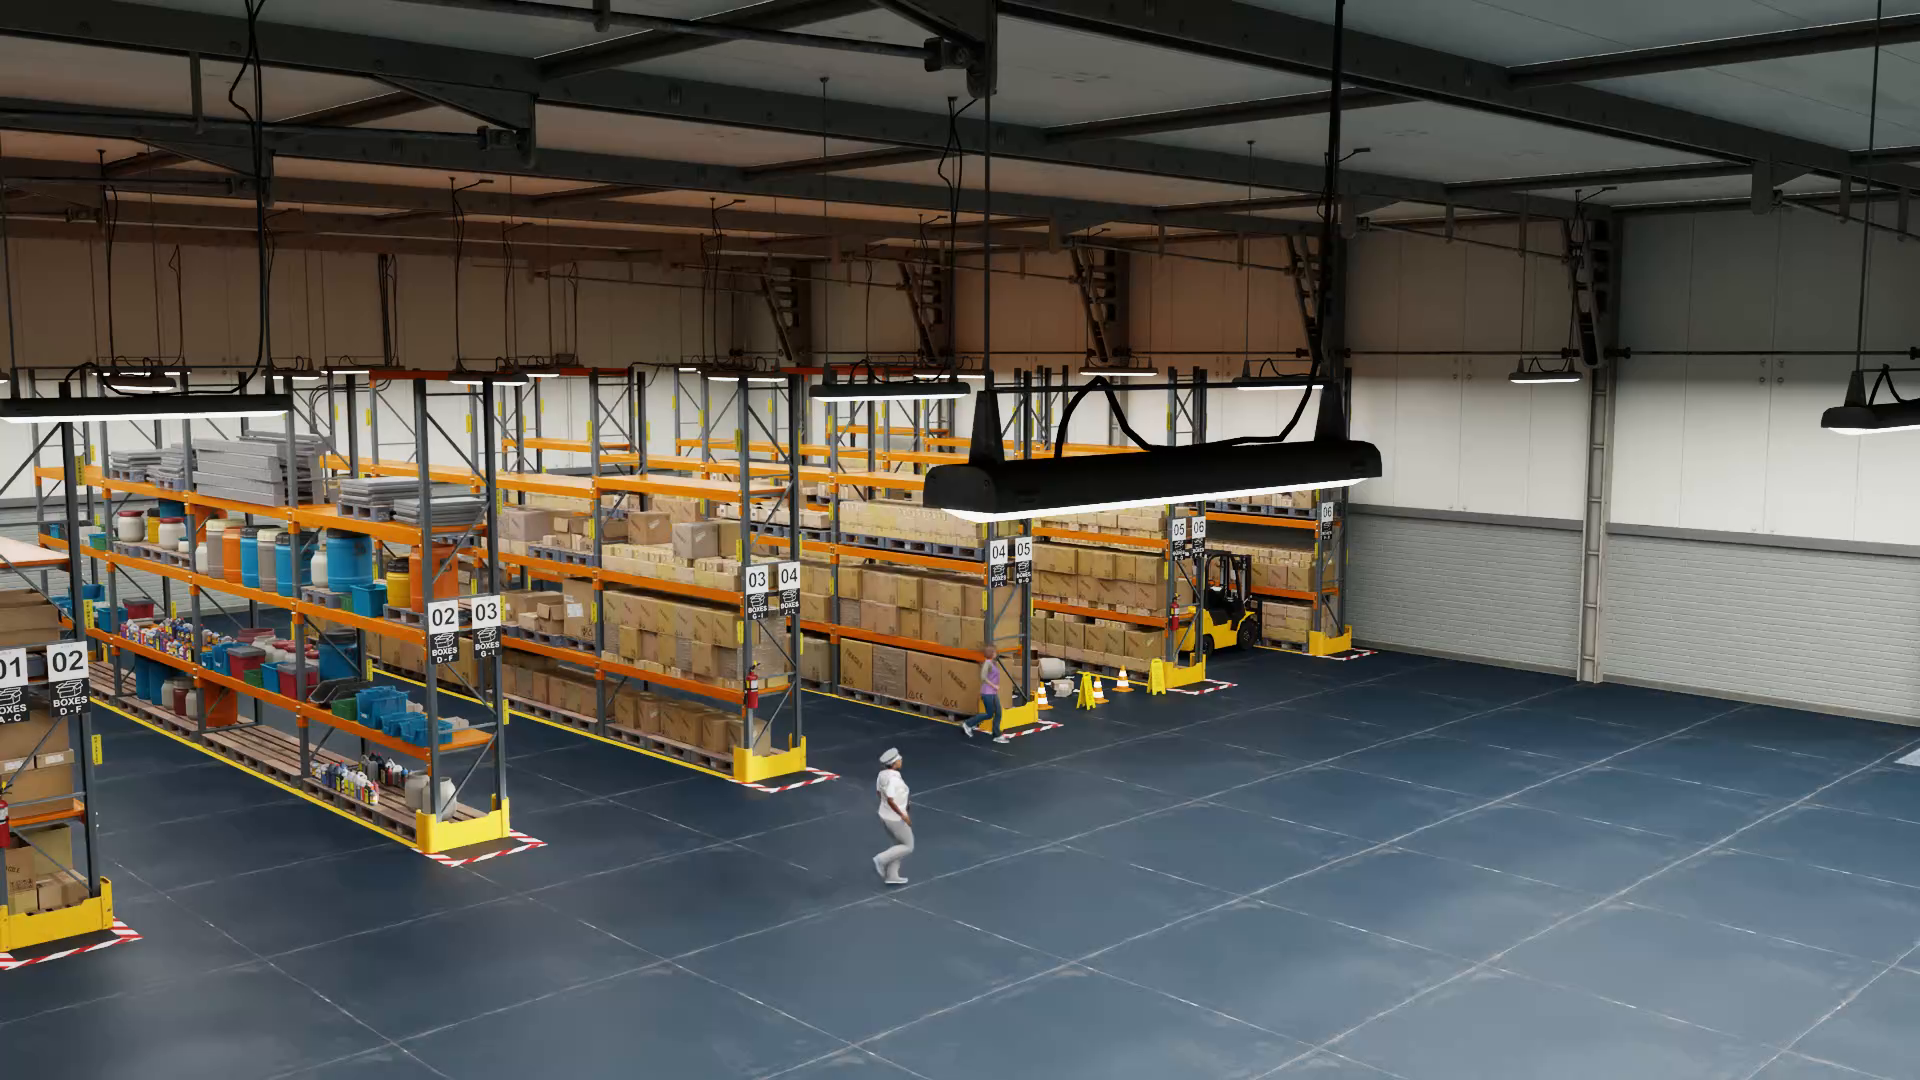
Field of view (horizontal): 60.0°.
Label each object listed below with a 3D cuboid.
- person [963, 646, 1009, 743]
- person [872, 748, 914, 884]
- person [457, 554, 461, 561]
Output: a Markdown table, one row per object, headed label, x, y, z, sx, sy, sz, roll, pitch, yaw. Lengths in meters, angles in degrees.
| label | x | y | z | sx | sy | sz | roll | pitch | yaw |
| --- | --- | --- | --- | --- | --- | --- | --- | --- | --- |
| person | 0.460 | 2.512 | 27.118 | 0.774 | 1.538 | 0.593 | 2 | 7 | 13 |
| person | -0.811 | 3.291 | 19.772 | 0.560 | 1.659 | 0.581 | -3 | 7 | -24 |
| person | -11.970 | 1.108 | 39.190 | 0.777 | 1.640 | 0.760 | 1 | 7 | 12 |
